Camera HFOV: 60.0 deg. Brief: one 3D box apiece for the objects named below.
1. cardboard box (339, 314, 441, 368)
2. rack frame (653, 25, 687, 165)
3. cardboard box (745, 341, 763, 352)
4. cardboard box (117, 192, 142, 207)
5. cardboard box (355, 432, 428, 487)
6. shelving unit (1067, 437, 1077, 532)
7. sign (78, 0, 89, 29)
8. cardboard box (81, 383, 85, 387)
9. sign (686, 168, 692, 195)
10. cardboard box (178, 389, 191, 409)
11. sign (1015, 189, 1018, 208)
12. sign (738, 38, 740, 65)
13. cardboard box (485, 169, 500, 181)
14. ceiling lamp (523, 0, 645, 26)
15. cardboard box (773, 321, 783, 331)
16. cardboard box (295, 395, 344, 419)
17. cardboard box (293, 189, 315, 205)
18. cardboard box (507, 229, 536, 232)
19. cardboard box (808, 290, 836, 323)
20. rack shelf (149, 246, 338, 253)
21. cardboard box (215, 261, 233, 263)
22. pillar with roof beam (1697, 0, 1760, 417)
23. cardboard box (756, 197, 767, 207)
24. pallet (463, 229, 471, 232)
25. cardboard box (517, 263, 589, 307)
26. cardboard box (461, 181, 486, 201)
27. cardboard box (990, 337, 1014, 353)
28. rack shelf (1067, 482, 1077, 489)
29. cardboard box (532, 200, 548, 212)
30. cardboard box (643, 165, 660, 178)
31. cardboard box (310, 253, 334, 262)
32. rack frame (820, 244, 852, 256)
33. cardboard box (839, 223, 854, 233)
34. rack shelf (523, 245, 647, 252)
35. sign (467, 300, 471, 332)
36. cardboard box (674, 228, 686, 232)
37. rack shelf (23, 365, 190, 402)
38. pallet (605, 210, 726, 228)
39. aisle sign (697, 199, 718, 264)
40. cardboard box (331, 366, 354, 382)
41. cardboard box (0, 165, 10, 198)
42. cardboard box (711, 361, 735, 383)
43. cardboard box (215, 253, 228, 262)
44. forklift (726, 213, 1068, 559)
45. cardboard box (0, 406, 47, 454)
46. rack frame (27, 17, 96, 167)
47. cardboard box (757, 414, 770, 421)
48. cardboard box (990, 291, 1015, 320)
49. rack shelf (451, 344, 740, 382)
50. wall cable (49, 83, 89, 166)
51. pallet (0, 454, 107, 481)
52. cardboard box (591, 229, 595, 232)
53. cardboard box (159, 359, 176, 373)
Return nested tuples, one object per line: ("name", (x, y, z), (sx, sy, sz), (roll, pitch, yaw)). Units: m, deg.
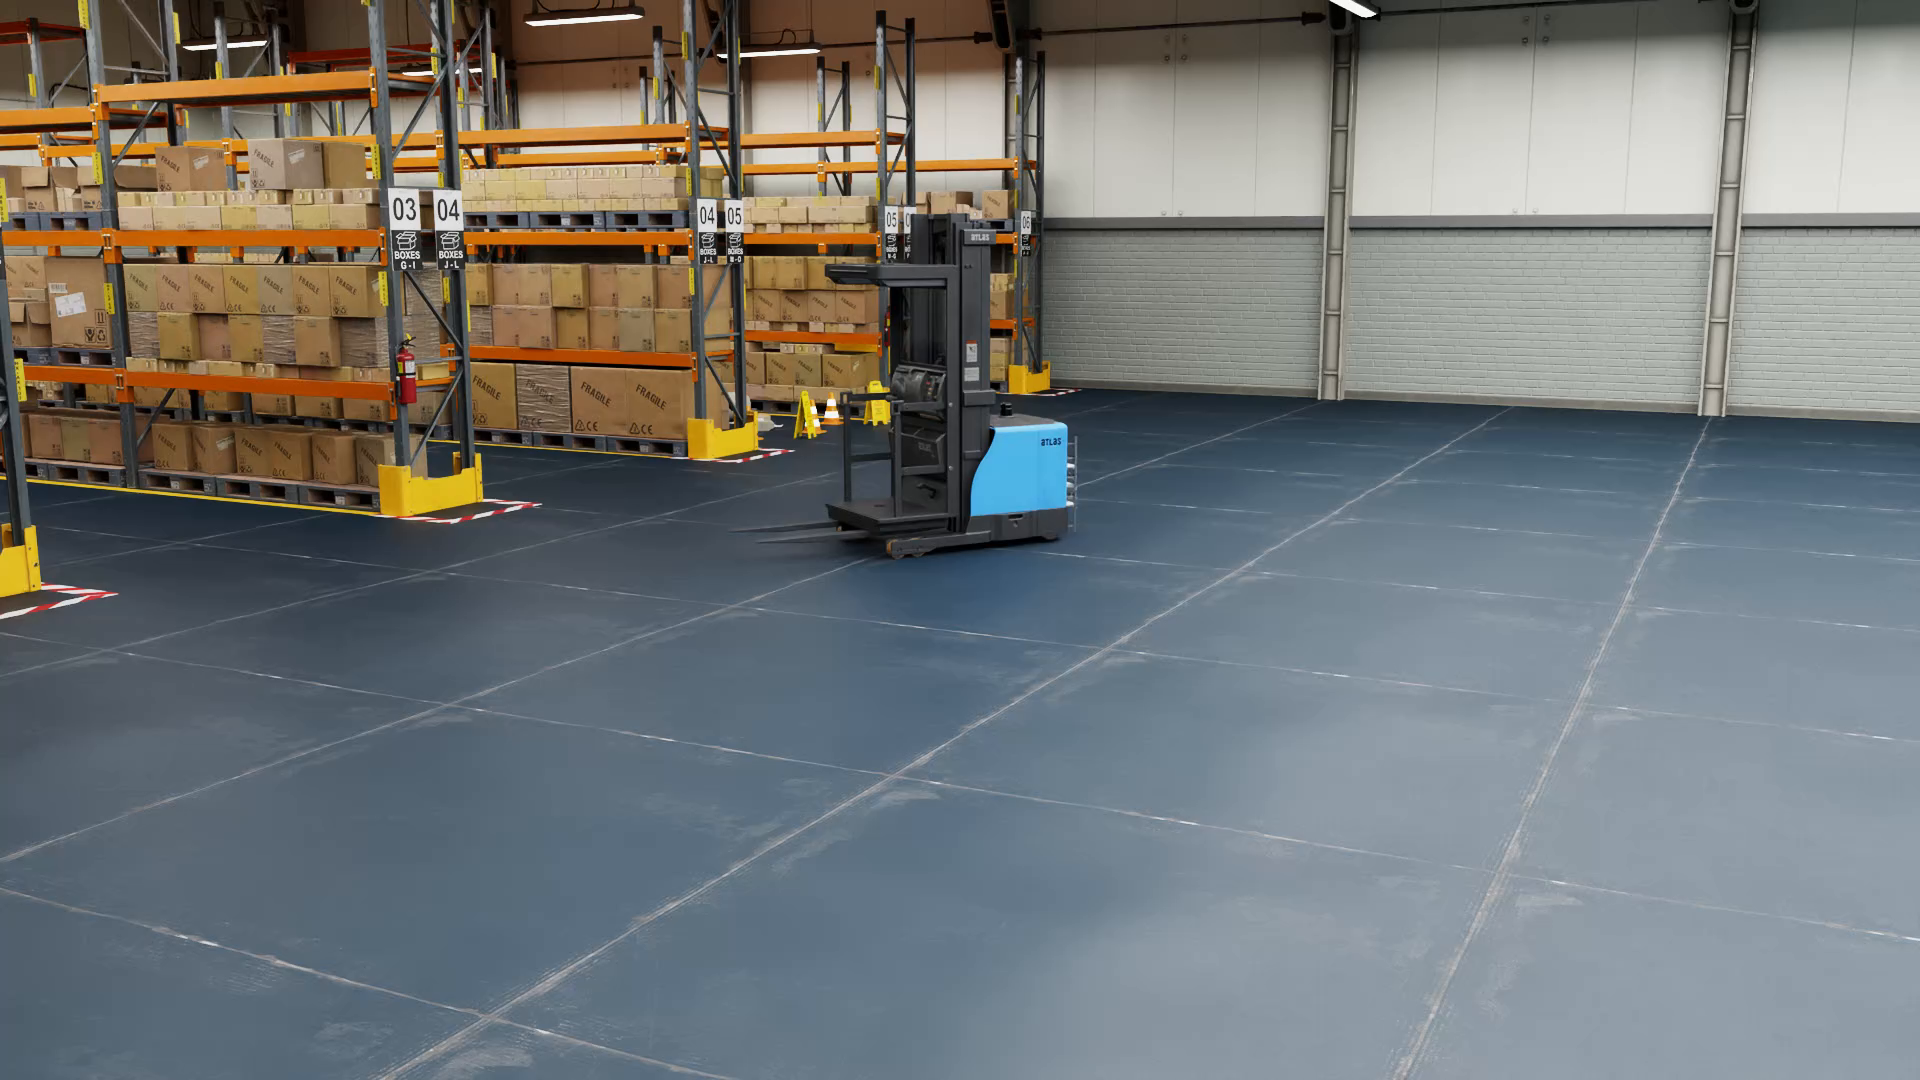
("cardboard box", (-5.821, -2.047, 17.003), (0.500, 0.500, 0.875), (5, 11, 26))
("rack frame", (-4.542, -6.654, 26.727), (0.127, 3.000, 1.000), (5, 11, 26))
("cardboard box", (-3.343, -3.074, 26.405), (0.250, 0.149, 0.380), (6, 12, 29))
("cardboard box", (-8.772, -3.643, 17.814), (0.250, 0.149, 0.380), (5, 11, 24))
("cardboard box", (-5.893, -0.832, 17.247), (0.500, 0.500, 0.500), (8, 13, 36))
("shelving unit", (0.936, -0.526, 15.612), (0.258, 0.900, 0.210), (-5, 11, -26))
("sign", (-9.167, -5.520, 17.392), (0.005, 0.325, 0.100), (5, 11, 26))
("cardboard box", (-14.000, -2.564, 26.963), (0.250, 0.149, 0.380), (6, 12, 28))
("sign", (-3.307, -4.375, 20.296), (0.005, 0.325, 0.100), (5, 11, 26))
("cardboard box", (-11.399, -2.247, 25.061), (0.500, 0.500, 0.500), (6, 12, 28))
("sign", (0.985, -5.967, 29.090), (0.005, 0.325, 0.100), (5, 11, 26))
("sign", (-2.804, -6.166, 20.963), (0.005, 0.325, 0.100), (5, 11, 26))
("cardboard box", (-6.010, -4.781, 21.808), (0.250, 0.149, 0.380), (5, 11, 25))
("ceiling lamp", (-5.388, -9.167, 24.221), (2.000, 3.185, 0.800), (5, 11, 26))
("cardboard box", (-2.747, -3.382, 26.199), (0.250, 0.149, 0.380), (5, 11, 26))
("cardboard box", (-8.937, -2.187, 24.031), (0.750, 0.750, 1.050), (5, 11, 27))
("cardboard box", (-6.438, -3.434, 16.658), (0.250, 0.149, 0.380), (5, 11, 26))
("cardboard box", (-7.284, -5.466, 28.305), (0.500, 0.500, 0.700), (5, 11, 26))
("cardboard box", (-2.011, -3.621, 25.700), (0.500, 0.500, 0.500), (5, 11, 26))
("rack shelf", (-13.510, -5.612, 31.412), (4.000, 0.370, 1.077), (5, 11, 26))
("cardboard box", (-13.620, -4.987, 31.275), (0.500, 0.500, 0.500), (5, 11, 26))
("pillar with roof beam", (9.869, -5.697, 21.442), (0.548, 9.000, 9.100), (5, 11, 26))
("cardboard box", (-2.973, -5.260, 25.916), (0.250, 0.149, 0.380), (5, 12, 27))
("pallet", (-7.486, -4.350, 22.955), (1.217, 0.209, 0.805), (5, 11, 24))
("cardboard box", (-5.358, -3.385, 22.055), (0.550, 0.550, 0.875), (5, 11, 26))
("cardboard box", (-6.327, -4.624, 22.063), (0.500, 0.250, 0.500), (5, 11, 26))
("cardboard box", (0.687, -3.512, 29.945), (0.500, 0.250, 0.500), (5, 12, 28))
("rack shelf", (0.936, -0.494, 15.618), (0.258, 0.077, 0.200), (-5, 11, -26))
("cardboard box", (-5.323, -4.328, 21.547), (0.250, 0.149, 0.380), (5, 11, 26))
("cardboard box", (-3.730, -4.581, 20.703), (0.250, 0.149, 0.380), (5, 11, 26))
("cardboard box", (-11.885, -5.259, 30.955), (0.250, 0.149, 0.380), (5, 11, 25))
("rack frame", (-2.349, -4.495, 31.643), (0.127, 3.000, 1.000), (5, 11, 26))
("cardboard box", (-1.636, -4.737, 25.263), (0.250, 0.149, 0.380), (5, 11, 26))
("rack shelf", (-7.730, -6.090, 34.052), (4.000, 0.370, 1.077), (5, 11, 26))
("sign", (-5.100, -2.317, 17.176), (0.005, 0.325, 0.100), (5, 11, 26))
("cardboard box", (-4.369, -4.990, 26.661), (0.250, 0.149, 0.380), (5, 11, 25))
("rack shelf", (-10.721, -1.923, 19.451), (4.000, 0.370, 1.077), (5, 11, 26))
("pallet", (-3.725, -4.077, 21.162), (1.213, 0.211, 1.003), (5, 11, 26))
("aisle sign", (-3.124, -3.814, 20.580), (0.004, 0.787, 0.394), (5, 11, 26))
("cardboard box", (-6.158, -1.701, 16.912), (0.250, 0.149, 0.380), (5, 11, 26))
("cardboard box", (-11.299, -4.048, 19.069), (0.500, 0.500, 0.500), (5, 11, 24))
("cardboard box", (-3.647, -2.795, 26.684), (0.500, 0.500, 0.500), (6, 12, 28))
("cardboard box", (-13.736, -5.307, 31.219), (0.250, 0.149, 0.380), (5, 11, 24))
("forklift", (-0.549, -1.387, 14.664), (3.031, 2.935, 1.130), (-6, 12, -29))
("cardboard box", (-11.401, -1.329, 19.937), (0.500, 0.500, 0.700), (4, 11, 21))
("rack frame", (-13.816, -6.486, 25.798), (0.127, 3.000, 1.000), (5, 11, 26))
("cardboard box", (-3.024, -1.764, 24.561), (0.380, 0.149, 0.250), (-7, 12, -33))
("cardboard box", (0.680, -4.226, 29.875), (0.500, 0.500, 0.500), (5, 11, 25))
("rack shelf", (-4.848, -2.392, 22.042), (4.000, 0.370, 1.077), (5, 11, 26))
("wall cable", (-18.928, -8.583, 37.281), (0.133, 3.039, 2.988), (5, 11, 26))
("pallet", (-10.724, -0.904, 19.632), (1.213, 0.211, 1.003), (5, 11, 26))
("cardboard box", (-7.404, -6.293, 33.576), (0.500, 0.250, 0.500), (5, 11, 26))
("cardboard box", (-8.413, -1.893, 17.975), (0.250, 0.149, 0.380), (5, 11, 26))
